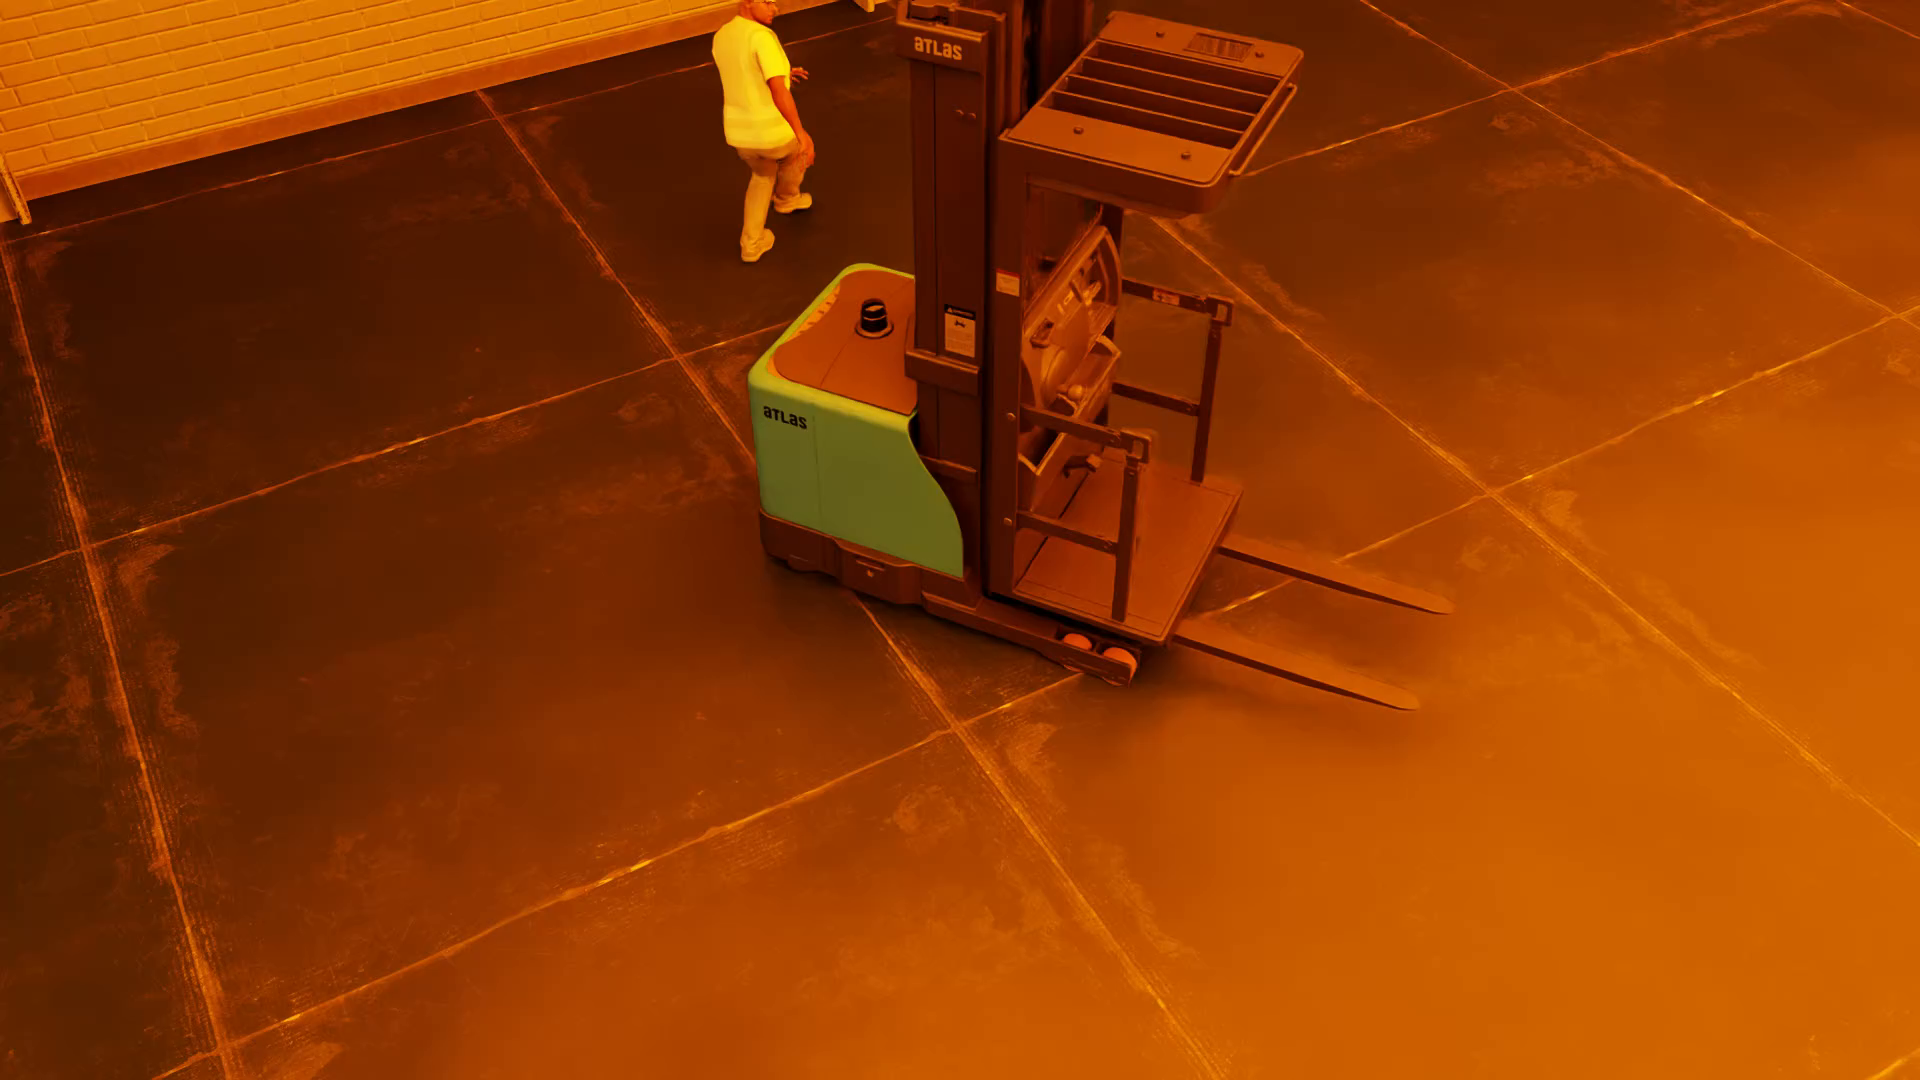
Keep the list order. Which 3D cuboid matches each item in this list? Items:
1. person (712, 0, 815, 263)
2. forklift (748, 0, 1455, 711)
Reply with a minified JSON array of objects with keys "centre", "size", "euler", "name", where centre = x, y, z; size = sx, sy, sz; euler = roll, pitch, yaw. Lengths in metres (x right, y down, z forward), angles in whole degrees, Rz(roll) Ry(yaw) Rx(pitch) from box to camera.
[{"centre":[-0.971,-2.363,9.239],"size":[0.809,1.594,0.817],"euler":[21,47,21],"name":"person"},{"centre":[0.637,-0.862,6.627],"size":[3.031,2.935,1.130],"euler":[18,46,18],"name":"forklift"}]
